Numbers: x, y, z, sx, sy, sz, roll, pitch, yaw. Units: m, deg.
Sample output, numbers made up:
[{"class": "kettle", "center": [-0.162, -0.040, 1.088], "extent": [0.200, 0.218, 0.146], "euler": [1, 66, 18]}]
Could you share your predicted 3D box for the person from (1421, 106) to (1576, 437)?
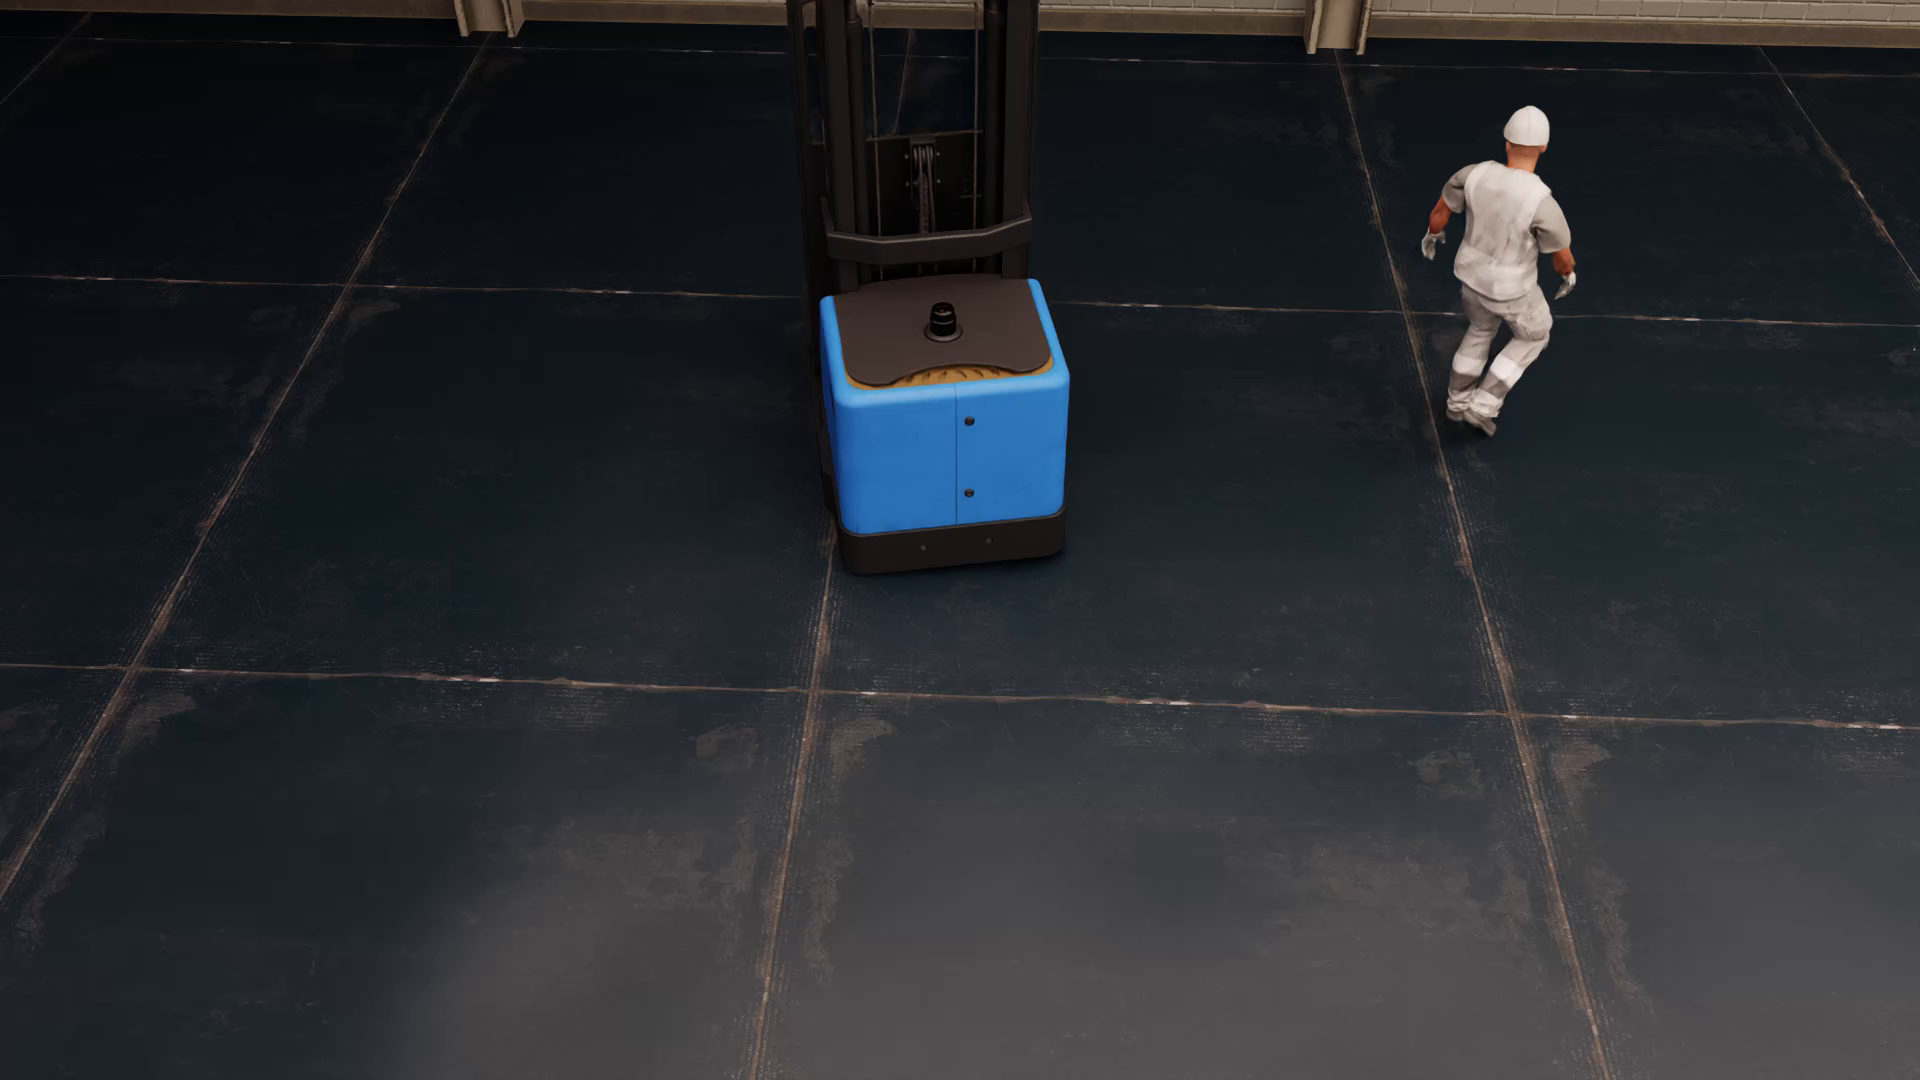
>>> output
[{"class": "person", "center": [2.589, -1.306, 8.051], "extent": [0.485, 1.748, 0.784], "euler": [-25, 48, -25]}]

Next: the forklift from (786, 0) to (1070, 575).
[{"class": "forklift", "center": [-0.240, -1.922, 7.847], "extent": [1.130, 2.935, 3.031], "euler": [-6, 43, -6]}]
